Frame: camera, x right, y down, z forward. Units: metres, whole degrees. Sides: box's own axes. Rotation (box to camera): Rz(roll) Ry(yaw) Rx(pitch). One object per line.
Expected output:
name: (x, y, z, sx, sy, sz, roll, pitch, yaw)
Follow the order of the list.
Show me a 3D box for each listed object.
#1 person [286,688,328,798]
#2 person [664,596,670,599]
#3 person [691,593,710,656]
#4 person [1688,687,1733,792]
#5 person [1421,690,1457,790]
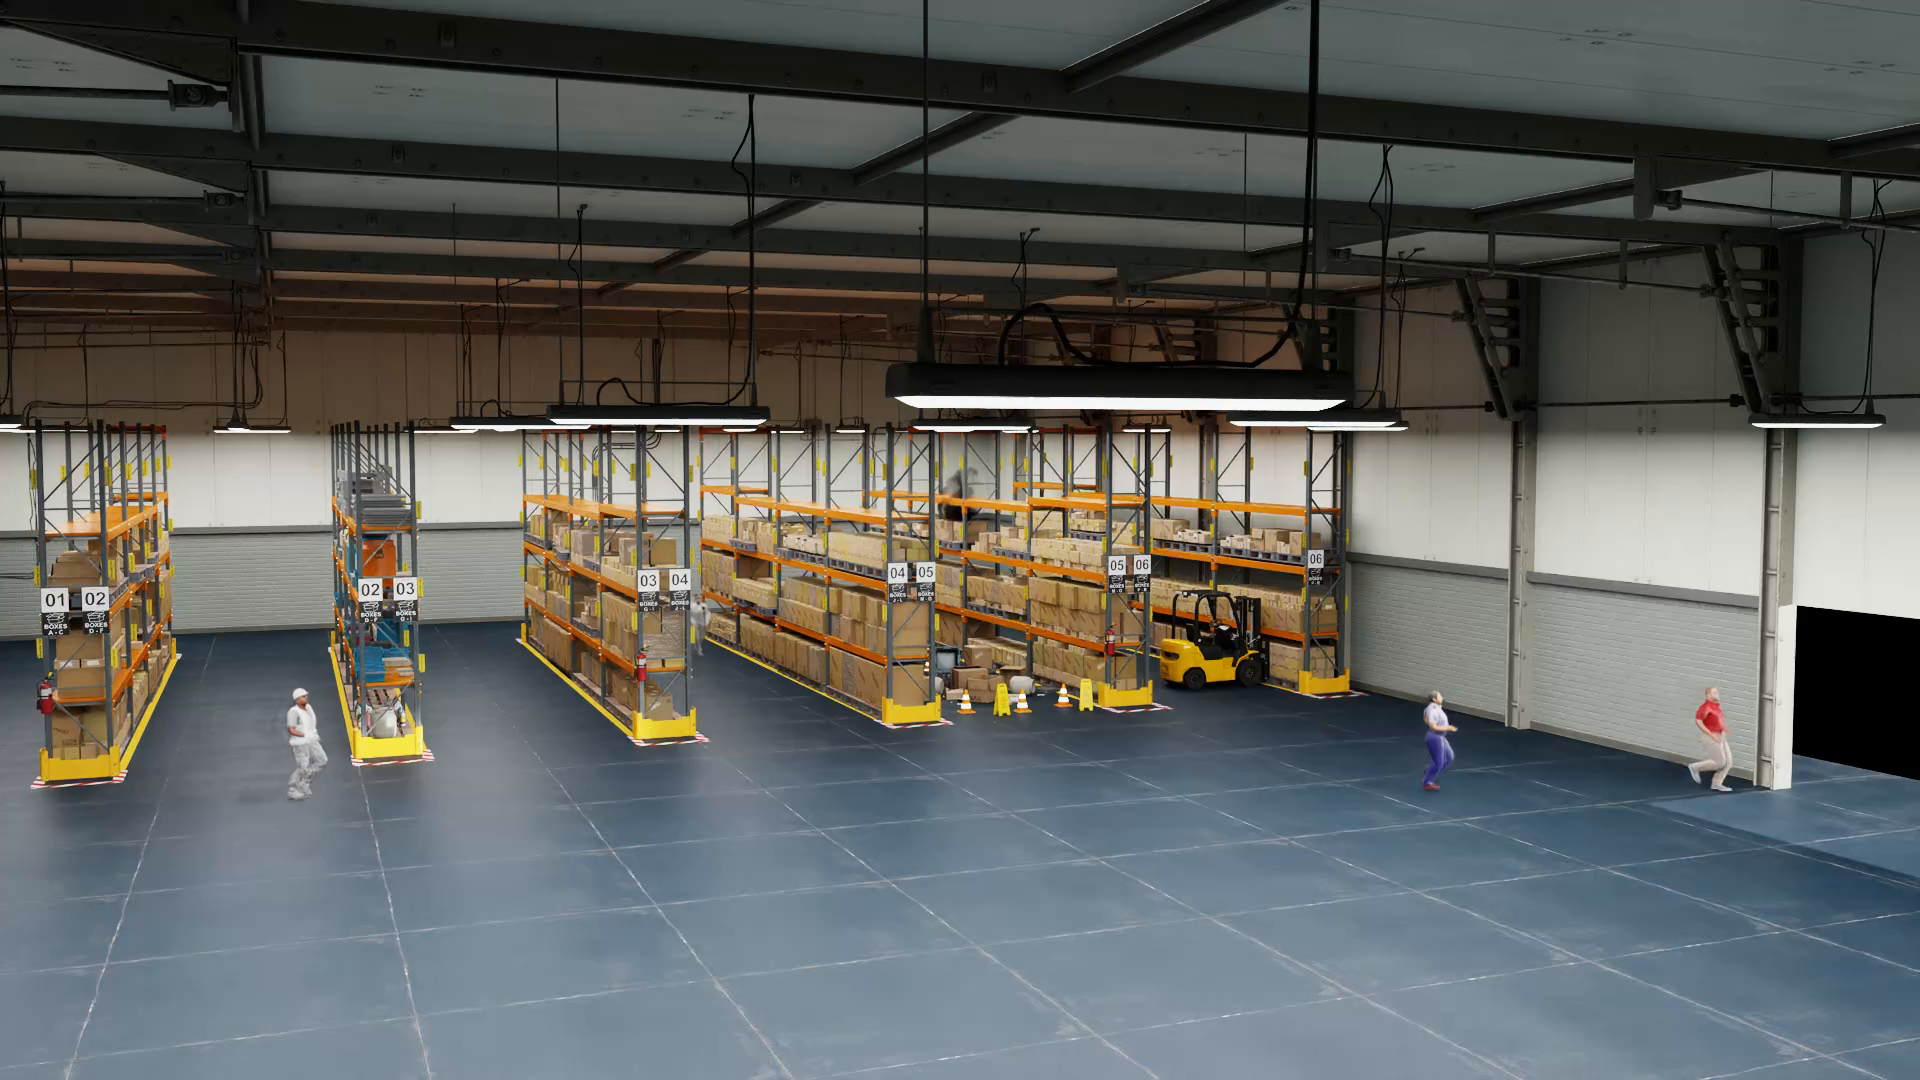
person: (-10.323, 3.198, 26.237, 0.614, 1.740, 0.686, 1, 4, 11)
person: (-8.492, 1.927, 47.110, 0.684, 1.690, 0.939, 0, 4, 7)
person: (-6.852, 2.202, 43.544, 0.644, 1.654, 0.604, -1, 4, -18)
person: (12.148, 3.205, 26.839, 0.654, 1.668, 0.641, -4, 5, -45)
person: (7.755, 3.229, 26.877, 0.559, 1.607, 0.592, 1, 4, 19)
